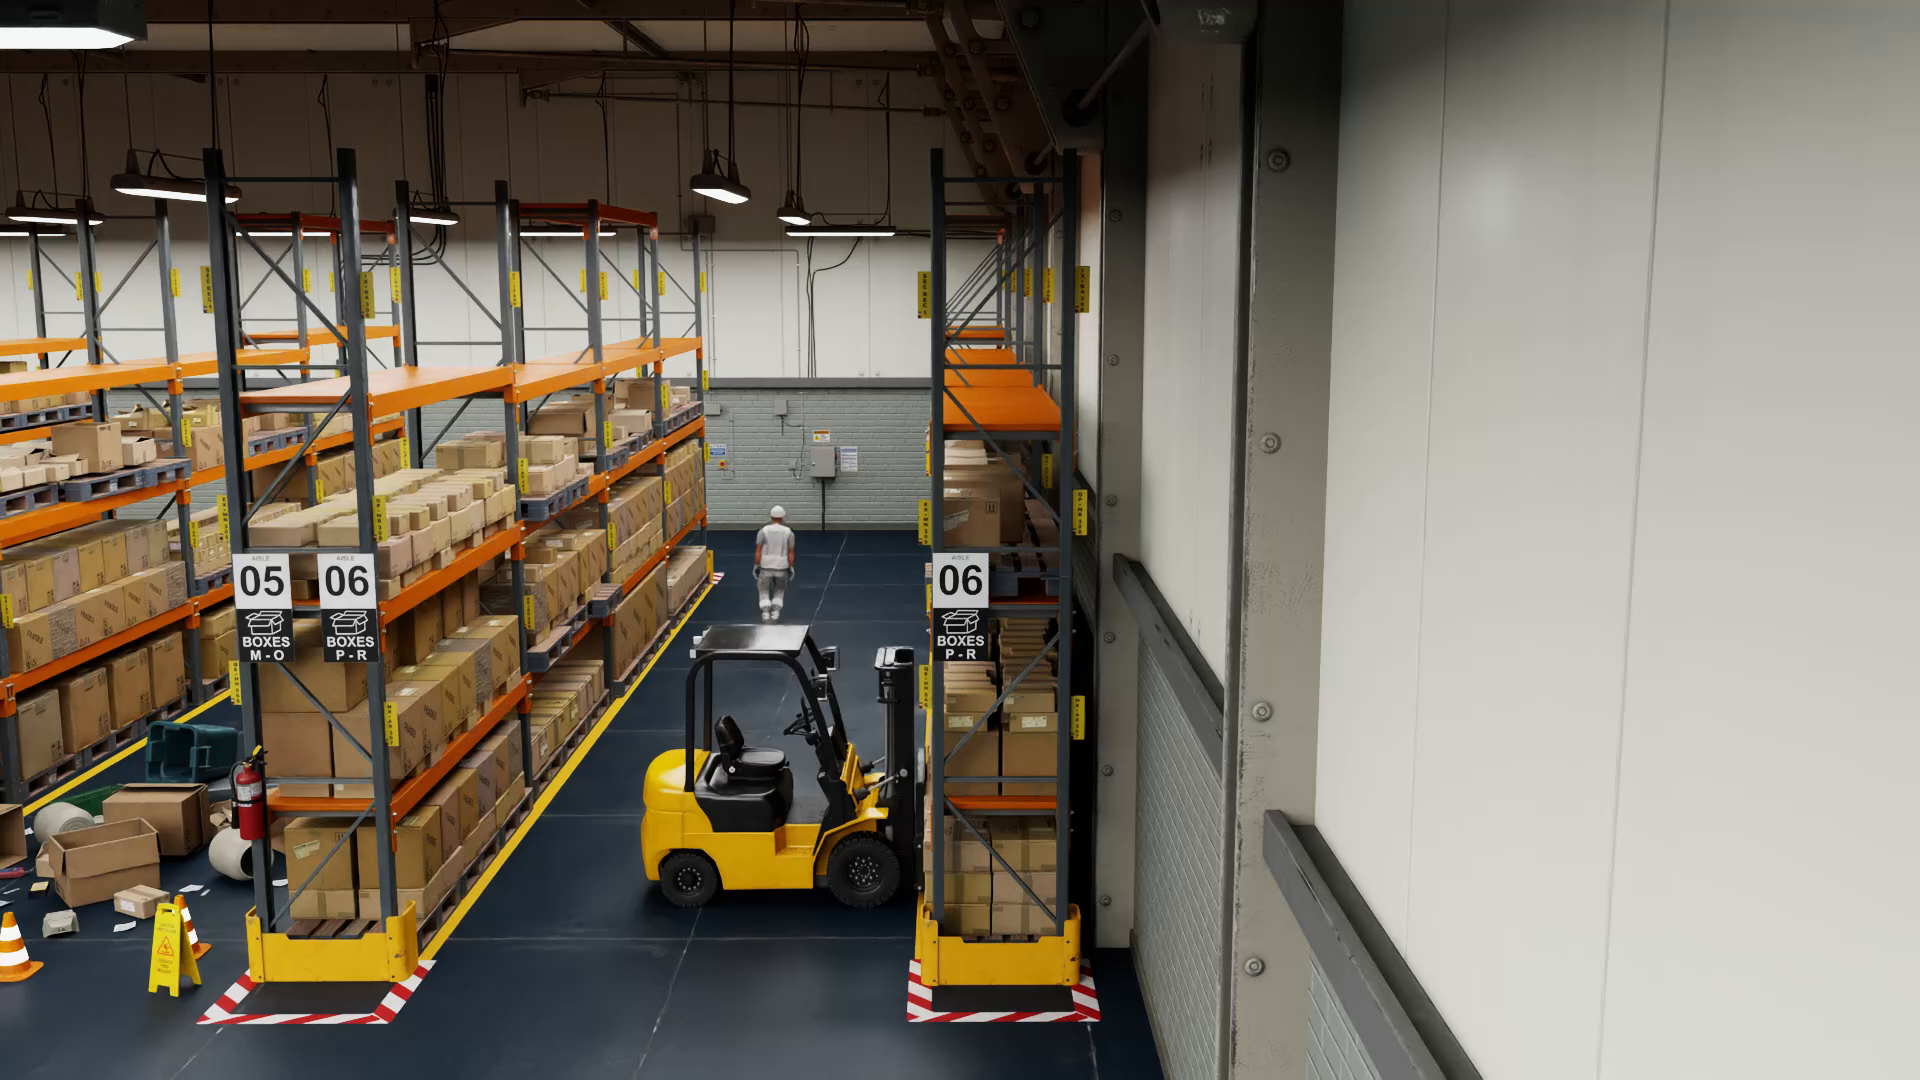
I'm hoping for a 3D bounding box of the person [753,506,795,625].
[{"bbox_3d":[-2.596,0.400,23.271,0.593,1.768,0.507,0,9,-3],"label":"person"}]
